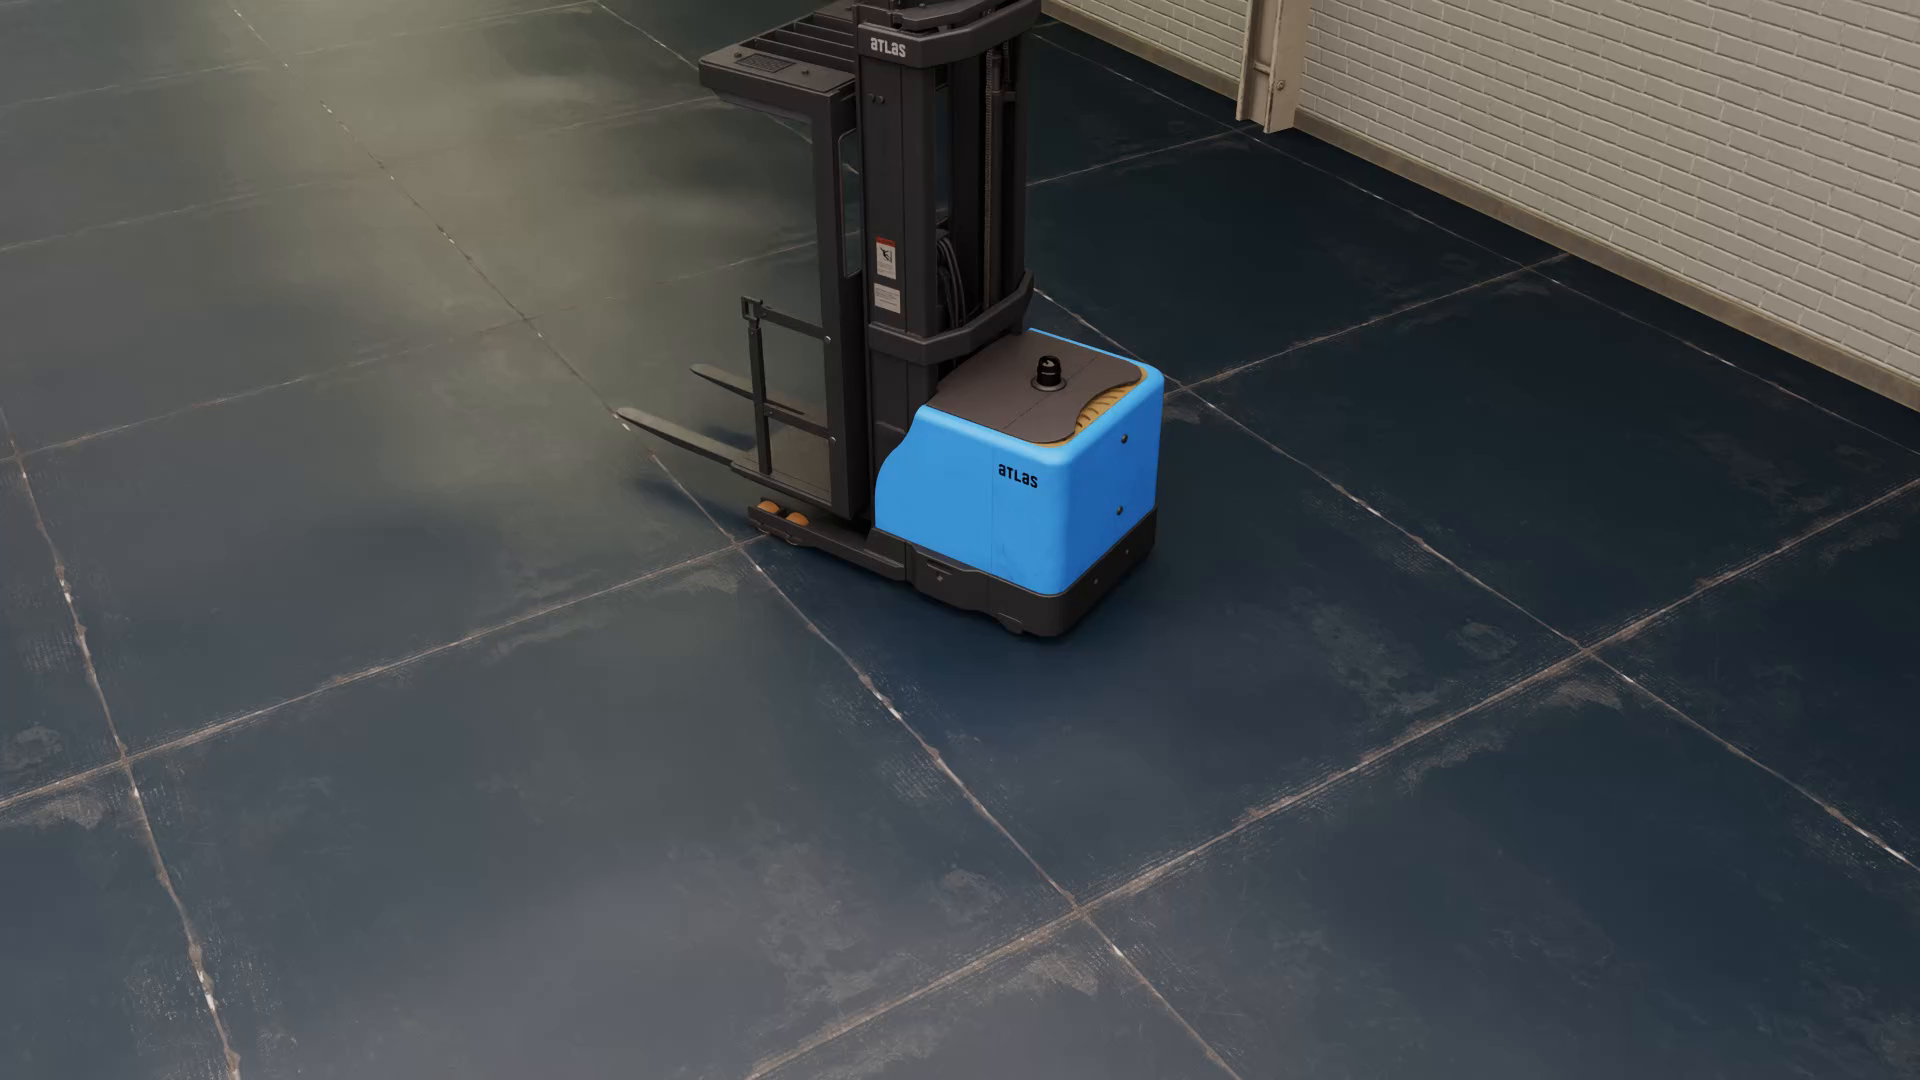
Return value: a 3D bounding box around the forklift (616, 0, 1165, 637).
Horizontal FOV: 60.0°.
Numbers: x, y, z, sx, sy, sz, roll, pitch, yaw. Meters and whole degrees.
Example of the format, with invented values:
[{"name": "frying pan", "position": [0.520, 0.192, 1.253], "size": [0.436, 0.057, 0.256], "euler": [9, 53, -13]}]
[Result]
[{"name": "forklift", "position": [-0.500, -1.399, 8.138], "size": [3.031, 2.935, 1.130], "euler": [22, 41, 28]}]
